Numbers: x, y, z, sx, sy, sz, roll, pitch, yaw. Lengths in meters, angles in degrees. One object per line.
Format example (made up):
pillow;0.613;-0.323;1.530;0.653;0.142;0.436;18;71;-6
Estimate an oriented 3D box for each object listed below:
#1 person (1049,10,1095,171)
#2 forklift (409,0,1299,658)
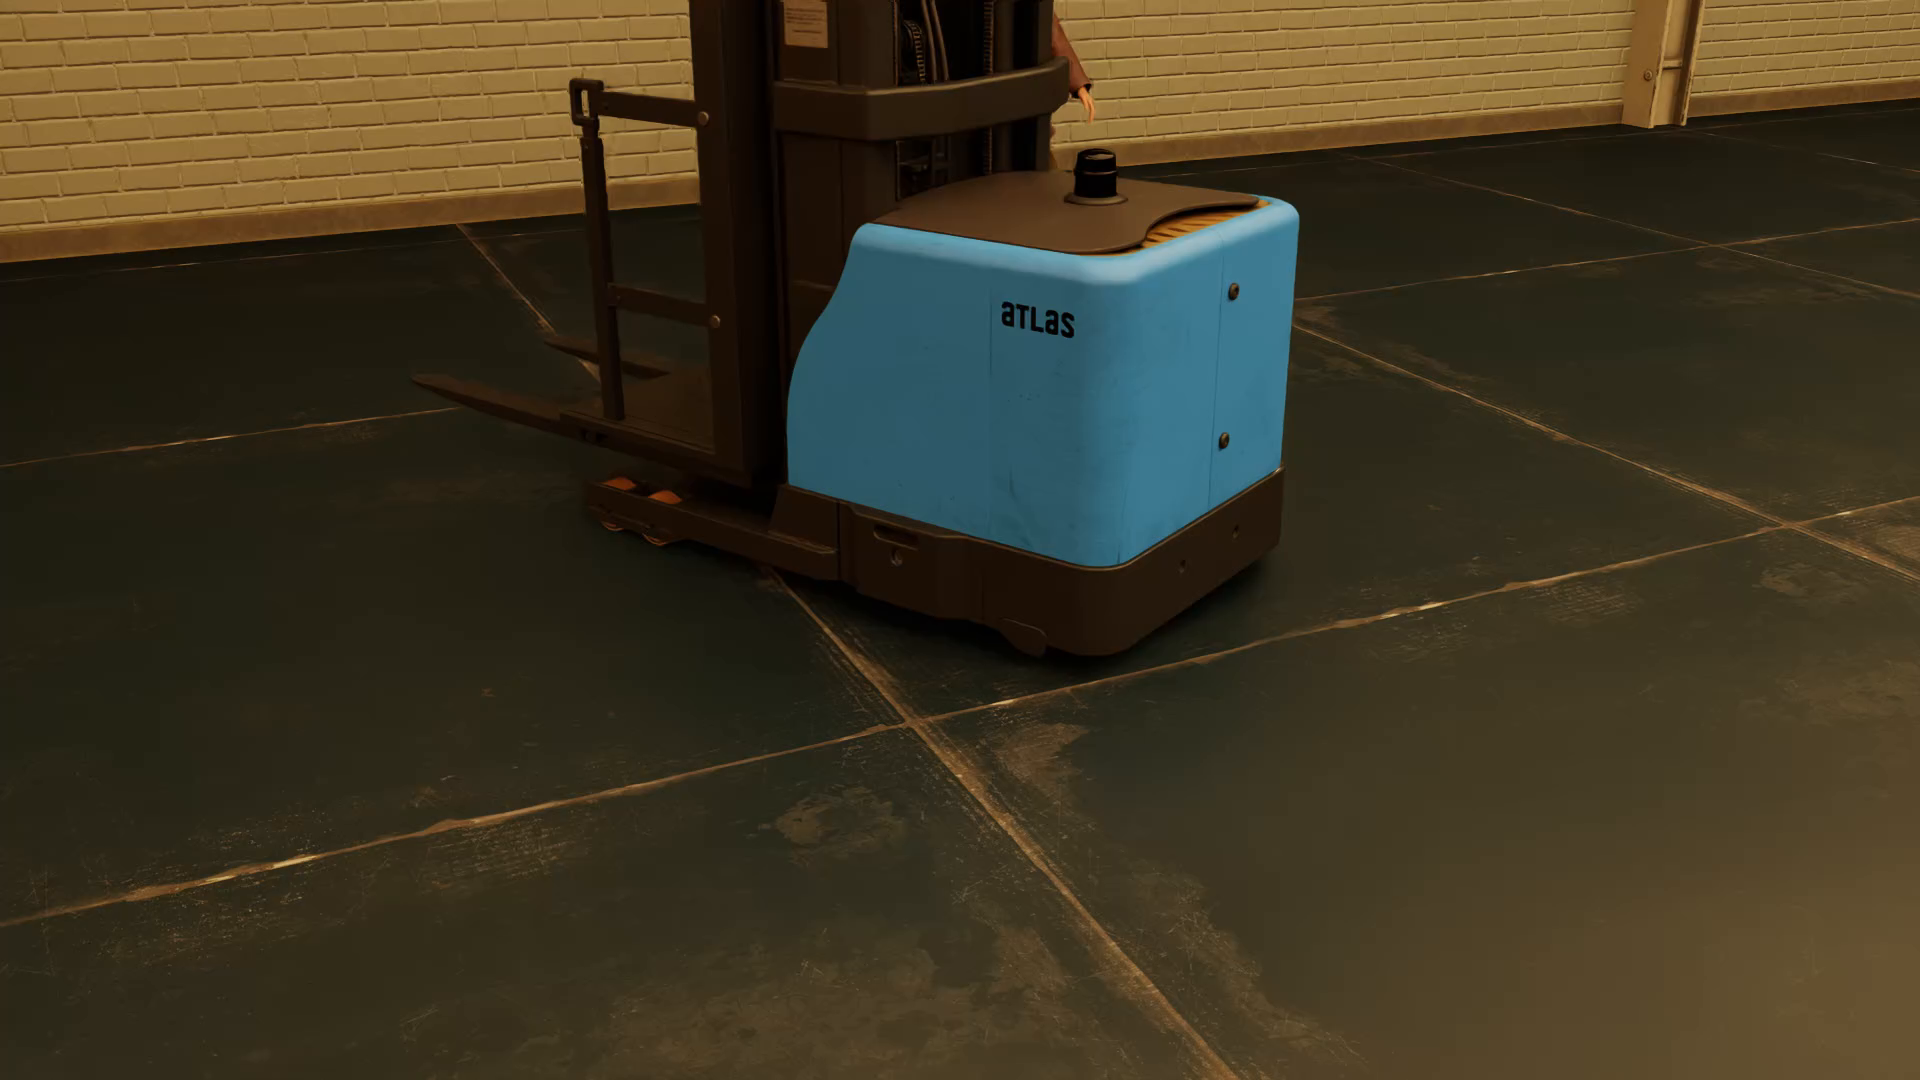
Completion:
person;0.162;-2.219;8.336;0.988;1.656;0.665;-2;23;-4
forklift;-0.544;-1.482;4.854;3.031;2.935;1.130;16;27;33
